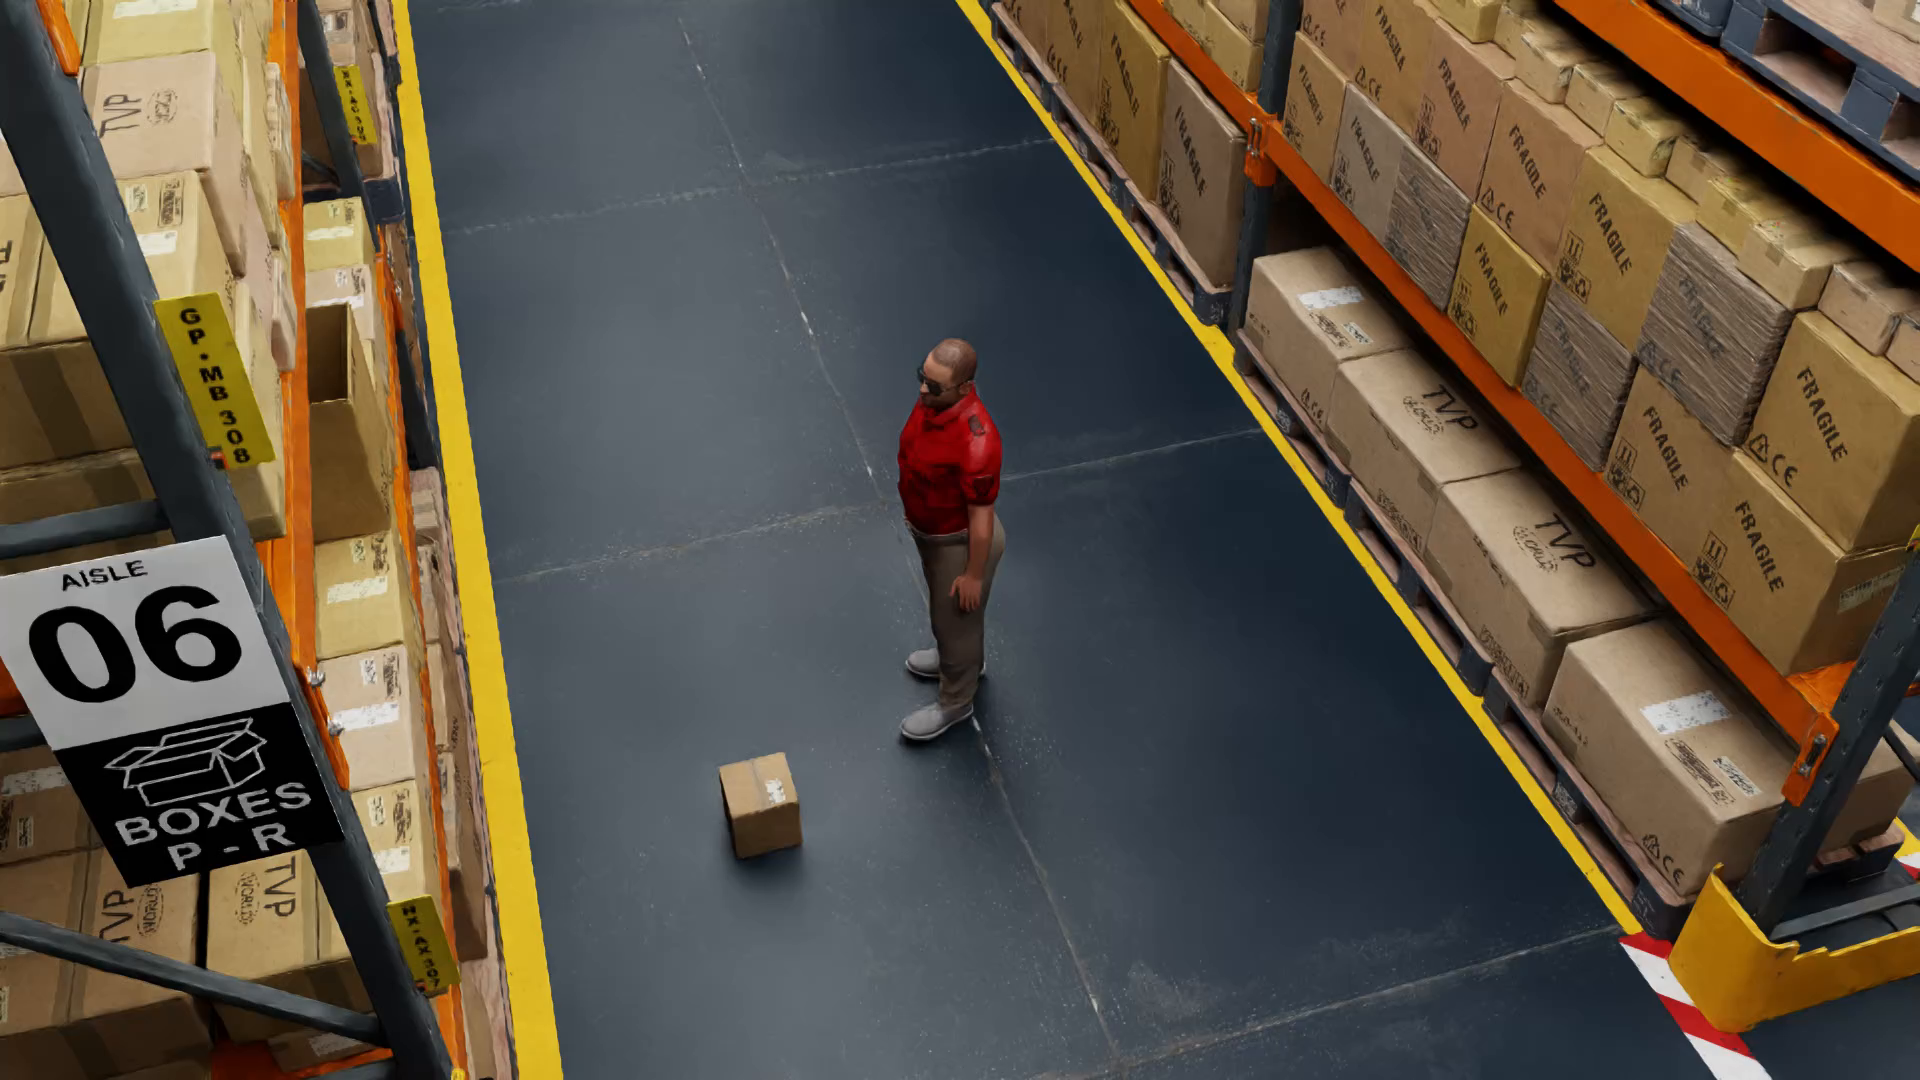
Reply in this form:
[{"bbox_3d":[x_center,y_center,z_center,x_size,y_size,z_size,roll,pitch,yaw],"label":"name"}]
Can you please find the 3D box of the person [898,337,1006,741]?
[{"bbox_3d":[-0.079,-0.019,6.165,0.449,1.730,0.640,-13,44,-14],"label":"person"}]
